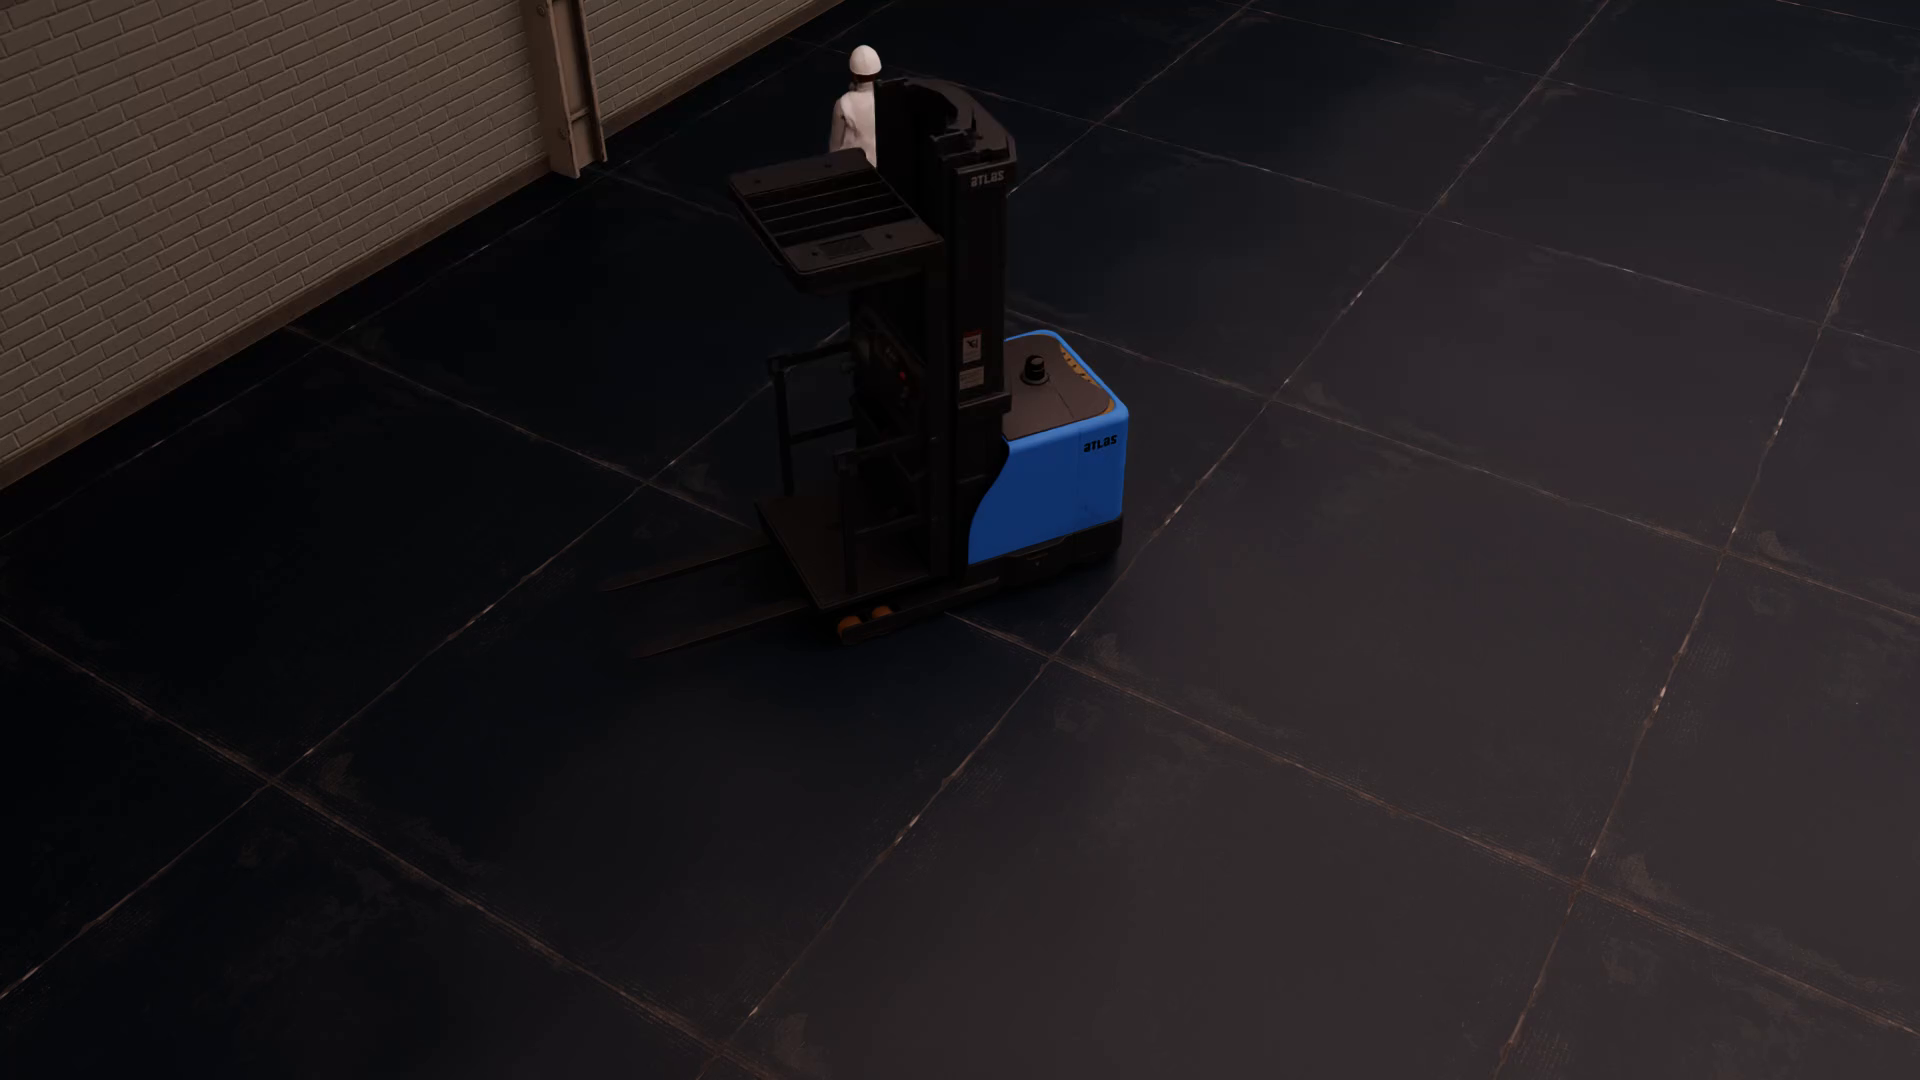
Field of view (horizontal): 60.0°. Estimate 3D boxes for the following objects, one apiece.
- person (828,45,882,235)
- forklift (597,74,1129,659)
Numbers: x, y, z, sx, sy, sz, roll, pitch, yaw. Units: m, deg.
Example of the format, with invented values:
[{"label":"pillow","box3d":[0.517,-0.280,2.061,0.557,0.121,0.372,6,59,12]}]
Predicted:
[{"label":"person","box3d":[-0.656,-2.748,12.141,0.613,1.797,0.520,-6,41,-7]},{"label":"forklift","box3d":[-0.579,-0.910,9.041,3.031,2.935,1.130,-17,43,-19]}]
